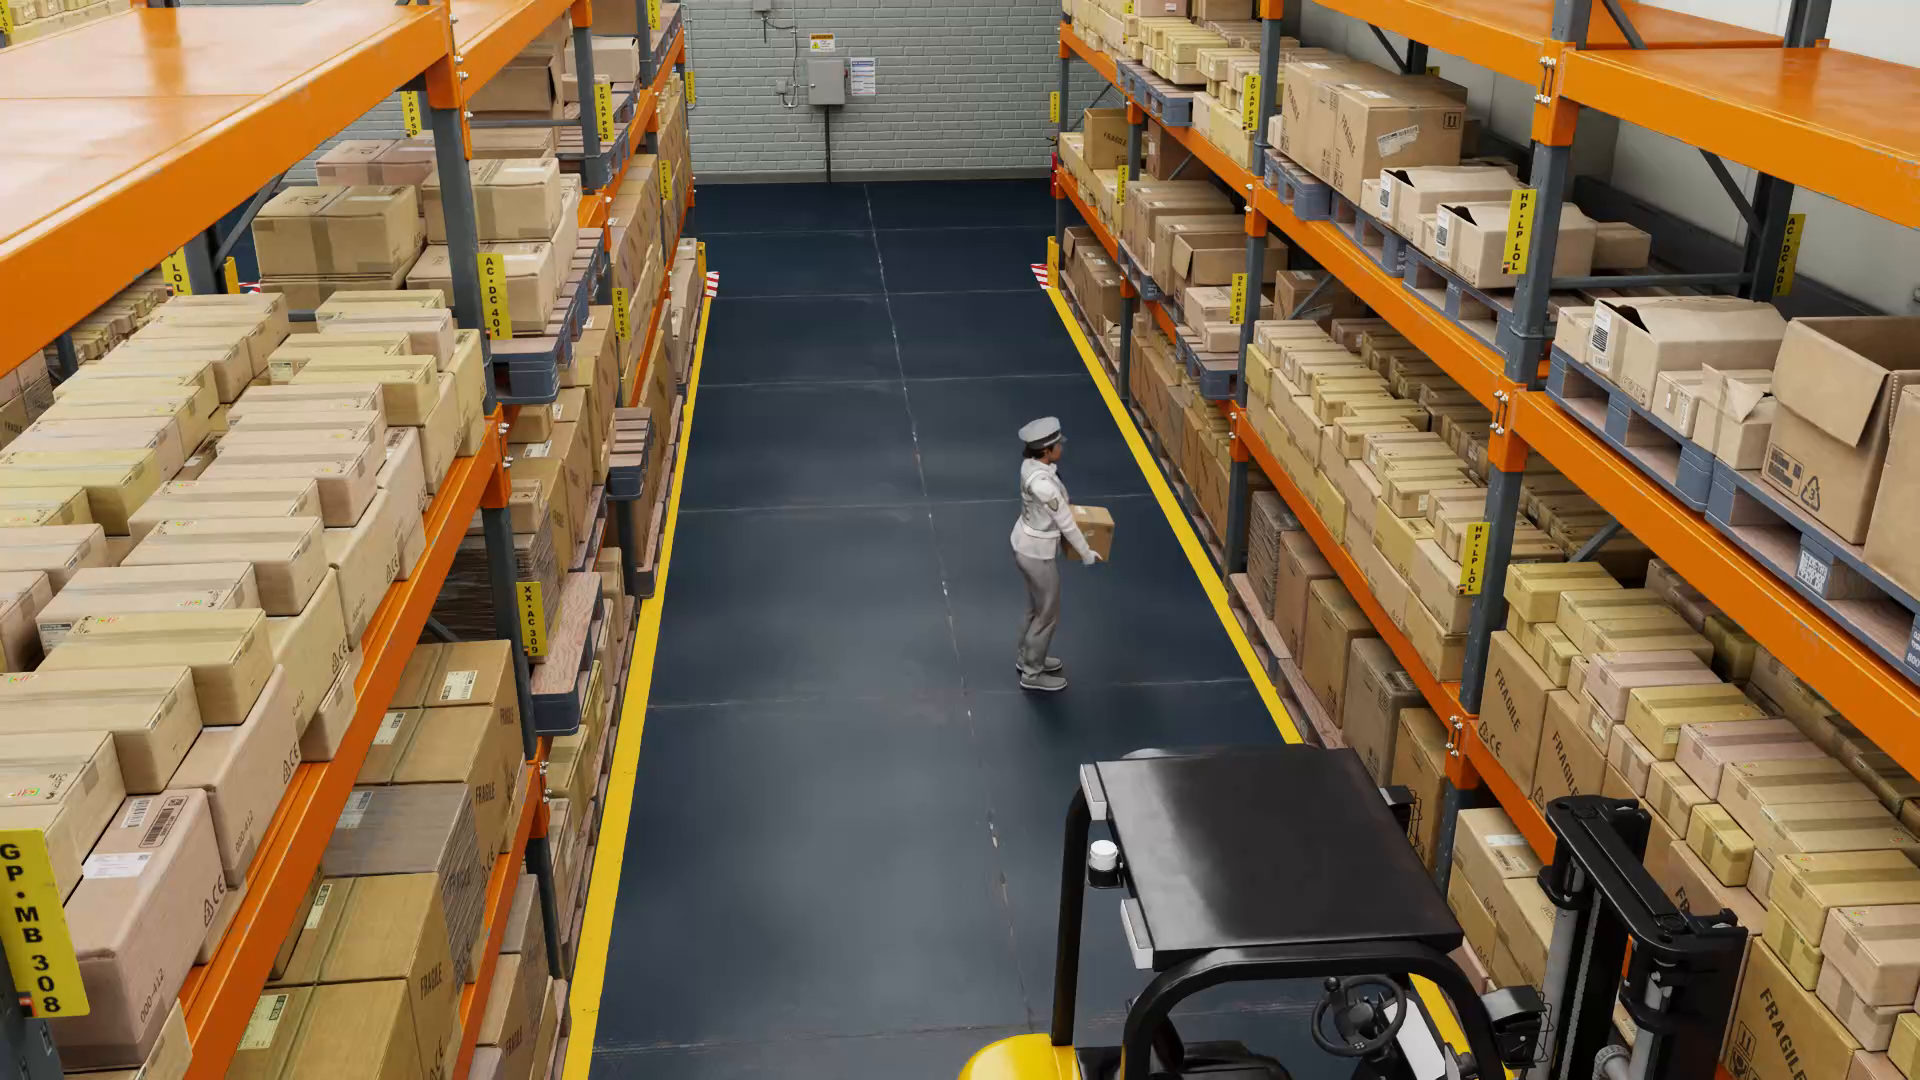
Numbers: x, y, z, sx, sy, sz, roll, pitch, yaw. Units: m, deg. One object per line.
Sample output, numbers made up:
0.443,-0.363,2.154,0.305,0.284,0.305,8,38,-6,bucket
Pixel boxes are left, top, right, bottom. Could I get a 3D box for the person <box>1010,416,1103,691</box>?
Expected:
0.565,0.073,9.918,0.523,1.687,0.416,-3,24,-6,person
